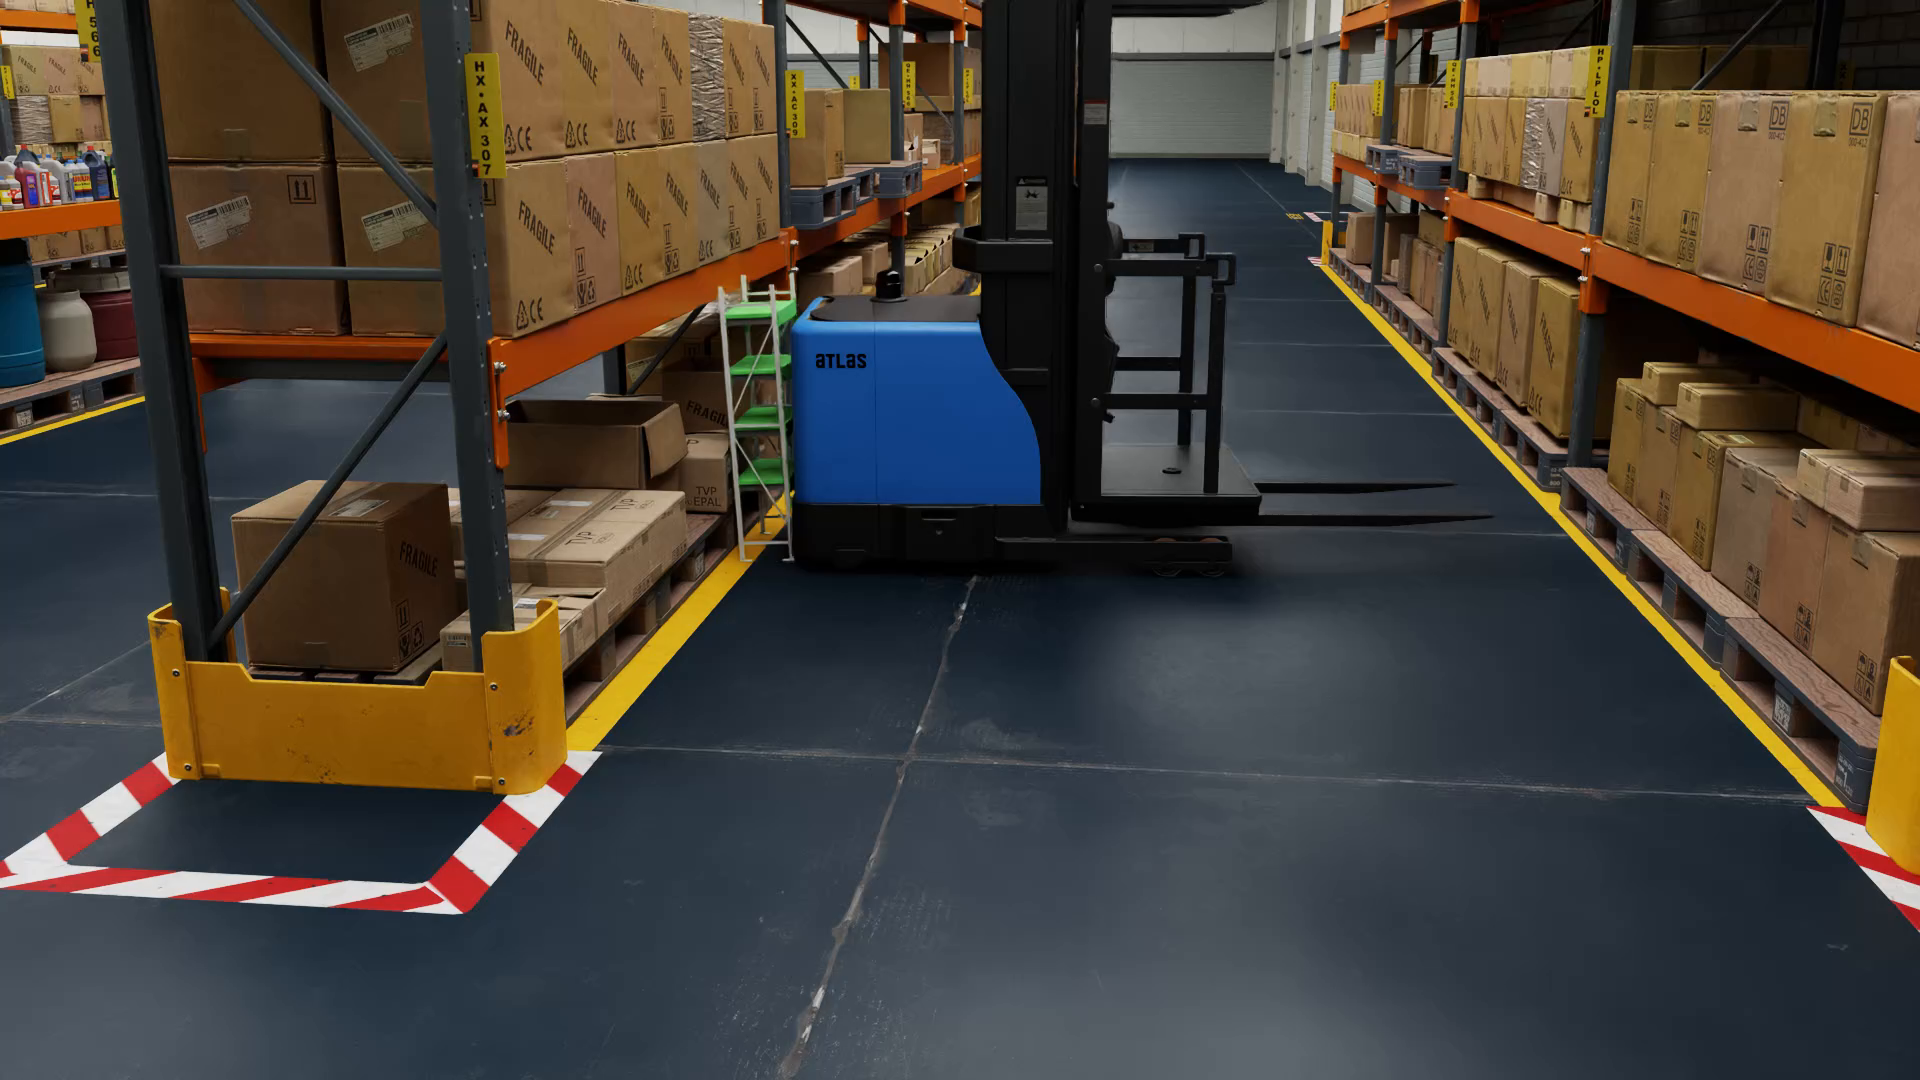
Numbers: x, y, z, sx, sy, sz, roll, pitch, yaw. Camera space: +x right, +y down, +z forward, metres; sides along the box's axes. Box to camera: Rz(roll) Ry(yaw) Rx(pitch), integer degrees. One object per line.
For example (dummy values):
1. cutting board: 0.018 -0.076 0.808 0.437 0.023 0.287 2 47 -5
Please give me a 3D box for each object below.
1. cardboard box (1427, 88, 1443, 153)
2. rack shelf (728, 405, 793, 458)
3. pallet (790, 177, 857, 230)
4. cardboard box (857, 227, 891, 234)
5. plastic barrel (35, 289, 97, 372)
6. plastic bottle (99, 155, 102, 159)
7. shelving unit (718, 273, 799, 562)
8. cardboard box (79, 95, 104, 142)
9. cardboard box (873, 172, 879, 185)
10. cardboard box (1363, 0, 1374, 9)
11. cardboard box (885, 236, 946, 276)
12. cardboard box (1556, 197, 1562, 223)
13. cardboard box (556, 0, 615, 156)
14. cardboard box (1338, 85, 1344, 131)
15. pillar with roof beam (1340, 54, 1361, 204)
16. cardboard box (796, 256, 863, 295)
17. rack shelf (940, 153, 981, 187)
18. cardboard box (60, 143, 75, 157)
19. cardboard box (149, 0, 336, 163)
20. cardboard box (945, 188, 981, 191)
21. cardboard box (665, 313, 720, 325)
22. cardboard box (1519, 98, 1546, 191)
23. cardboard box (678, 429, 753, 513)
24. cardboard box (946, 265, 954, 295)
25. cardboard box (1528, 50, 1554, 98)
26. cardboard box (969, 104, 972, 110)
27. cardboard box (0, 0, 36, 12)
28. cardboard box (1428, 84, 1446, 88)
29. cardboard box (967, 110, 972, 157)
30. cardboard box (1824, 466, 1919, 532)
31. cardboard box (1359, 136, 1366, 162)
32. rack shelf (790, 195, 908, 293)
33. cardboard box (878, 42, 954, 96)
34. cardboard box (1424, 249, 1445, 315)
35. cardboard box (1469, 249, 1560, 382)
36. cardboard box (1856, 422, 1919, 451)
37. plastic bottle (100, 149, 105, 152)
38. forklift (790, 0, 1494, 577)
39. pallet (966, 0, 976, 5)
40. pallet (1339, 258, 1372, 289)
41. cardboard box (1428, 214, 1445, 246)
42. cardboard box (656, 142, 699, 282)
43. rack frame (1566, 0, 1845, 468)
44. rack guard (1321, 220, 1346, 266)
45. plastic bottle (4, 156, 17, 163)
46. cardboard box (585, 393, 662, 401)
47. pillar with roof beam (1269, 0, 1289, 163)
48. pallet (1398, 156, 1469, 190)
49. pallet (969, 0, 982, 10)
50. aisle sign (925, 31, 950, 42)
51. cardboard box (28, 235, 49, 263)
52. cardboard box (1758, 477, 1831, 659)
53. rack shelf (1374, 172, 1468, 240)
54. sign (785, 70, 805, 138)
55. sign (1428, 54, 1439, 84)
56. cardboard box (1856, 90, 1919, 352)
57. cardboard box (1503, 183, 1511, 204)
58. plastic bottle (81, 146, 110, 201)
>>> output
1. cardboard box: 4.168 -3.375 13.361 0.700 0.500 0.500 2 15 6
2. rack shelf: -0.850 -0.487 7.380 0.258 0.148 0.480 -2 14 5
3. pallet: -1.169 -1.887 9.261 1.003 0.211 1.213 2 15 6
4. cardboard box: -0.821 -2.767 15.537 0.500 0.311 0.500 2 15 6
5. plastic barrel: -5.978 -1.392 11.026 0.421 0.512 0.421 0 15 0
6. plastic bottle: -5.752 -2.446 11.184 0.061 0.283 0.133 2 15 6
7. shelving unit: -0.853 -0.549 7.365 0.258 1.200 0.503 -2 14 5
8. cardboard box: -10.148 -4.711 18.577 0.875 0.500 0.500 2 15 6
9. cardboard box: -0.832 -2.863 12.674 0.500 0.311 0.500 3 15 10
10. cardboard box: 4.364 -5.625 16.742 0.500 0.500 0.500 1 15 4
11. cardboard box: -0.397 -2.488 14.507 0.500 0.311 0.500 2 15 6
12. cardboard box: 3.391 -1.747 8.819 0.380 0.149 0.250 2 15 8
13. cardboard box: -1.455 -1.512 5.401 0.500 0.500 0.500 2 15 7
14. cardboard box: 4.491 -4.799 18.477 0.500 0.500 0.500 2 15 6
15. pillar with roof beam: 2.766 -10.671 29.886 9.100 9.000 0.400 2 15 6
16. cardboard box: -0.902 -1.651 10.531 0.500 0.250 0.500 1 15 5
17. rack shelf: -0.239 -4.022 18.167 1.077 0.370 4.000 2 15 6
18. cardboard box: -9.924 -4.264 18.166 0.380 0.149 0.250 2 15 6
19. cardboard box: -2.042 -1.393 4.958 0.500 0.500 0.500 2 15 6
20. cardboard box: 0.066 -3.588 18.211 0.500 0.500 0.500 2 15 6
21. cardboard box: -1.533 -1.046 9.728 0.500 0.500 0.500 2 15 6
22. cardboard box: 3.469 -2.222 9.333 0.500 0.500 0.500 2 15 6
23. cardboard box: -1.235 -0.339 7.479 0.500 0.311 0.500 2 15 6
24. cardboard box: -0.340 -2.346 15.054 0.500 0.250 0.500 2 15 8
25. cardboard box: 3.478 -2.587 9.248 0.500 0.250 0.500 2 15 7
26. cardboard box: -0.071 -4.678 17.780 0.380 0.149 0.250 2 15 6
27. cardboard box: -10.002 -5.628 17.270 0.500 0.250 0.500 1 15 4
28. cardboard box: 4.718 -4.120 15.966 0.500 0.500 0.500 1 15 5
29. cardboard box: -0.251 -4.414 18.047 0.700 0.500 0.500 2 15 8
30. cardboard box: 2.917 -0.125 5.121 0.380 0.149 0.250 2 15 6
31. cardboard box: 4.274 -3.903 16.600 0.500 0.250 0.500 2 15 7
32. rack shelf: -1.142 -1.947 10.494 1.077 0.370 4.000 2 15 6
33. cardboard box: -0.421 -4.640 16.399 0.700 0.500 0.500 2 15 7
34. cardboard box: 4.237 -2.122 13.709 0.700 0.500 0.500 2 15 6
35. cardboard box: 3.688 -1.419 10.478 0.750 0.750 0.750 2 15 6
36. cardboard box: 3.381 -0.311 5.807 0.380 0.149 0.250 2 15 7
37. plastic bottle: -6.290 -2.717 12.187 0.061 0.283 0.133 2 15 6
38. forklift: 0.801 -1.396 7.211 3.031 2.935 1.130 0 15 1
39. pallet: -0.394 -5.478 16.596 1.003 0.211 1.213 2 15 6
40. pallet: 4.633 -2.852 17.805 1.003 0.211 1.213 2 15 6
41. cardboard box: 4.290 -2.632 14.160 0.500 0.250 0.500 1 15 5
42. cardboard box: -1.336 -1.287 6.485 0.500 0.500 0.500 2 15 7
43. rack frame: 3.555 -1.631 7.946 1.000 3.000 0.127 2 15 6
44. rack guard: 4.900 -3.517 19.709 1.175 0.500 0.348 2 15 6
45. plastic bottle: -6.364 -2.438 11.168 0.152 0.276 0.135 2 15 6
46. cardboard box: -1.630 -0.587 8.396 0.500 0.311 0.500 2 15 6
47. pillar with roof beam: 4.797 -15.339 47.151 9.100 9.000 0.400 2 15 6
48. pallet: 3.981 -2.763 12.503 1.213 0.211 1.003 2 15 6
49. pallet: -0.254 -5.793 17.763 1.003 0.211 1.213 2 15 6
50. aisle sign: -0.311 -6.169 19.749 0.394 0.787 0.004 2 15 6
51. cardboard box: -10.223 -3.242 17.889 0.500 0.500 0.500 1 15 5
52. cardboard box: 3.139 0.097 5.543 0.700 0.500 0.500 2 15 6
53. rack shelf: 4.232 -2.839 13.795 1.077 0.370 4.000 2 15 6
54. sign: -0.828 -2.179 8.317 0.100 0.325 0.005 2 15 6
55. sign: 5.458 -5.433 19.184 0.100 0.325 0.005 2 15 6
56. cardboard box: 3.151 -0.871 4.560 0.980 0.700 0.700 2 15 9
57. cardboard box: 3.661 -2.210 10.531 0.380 0.149 0.250 2 15 7
58. plastic bottle: -5.684 -2.400 10.884 0.144 0.351 0.185 2 15 6
